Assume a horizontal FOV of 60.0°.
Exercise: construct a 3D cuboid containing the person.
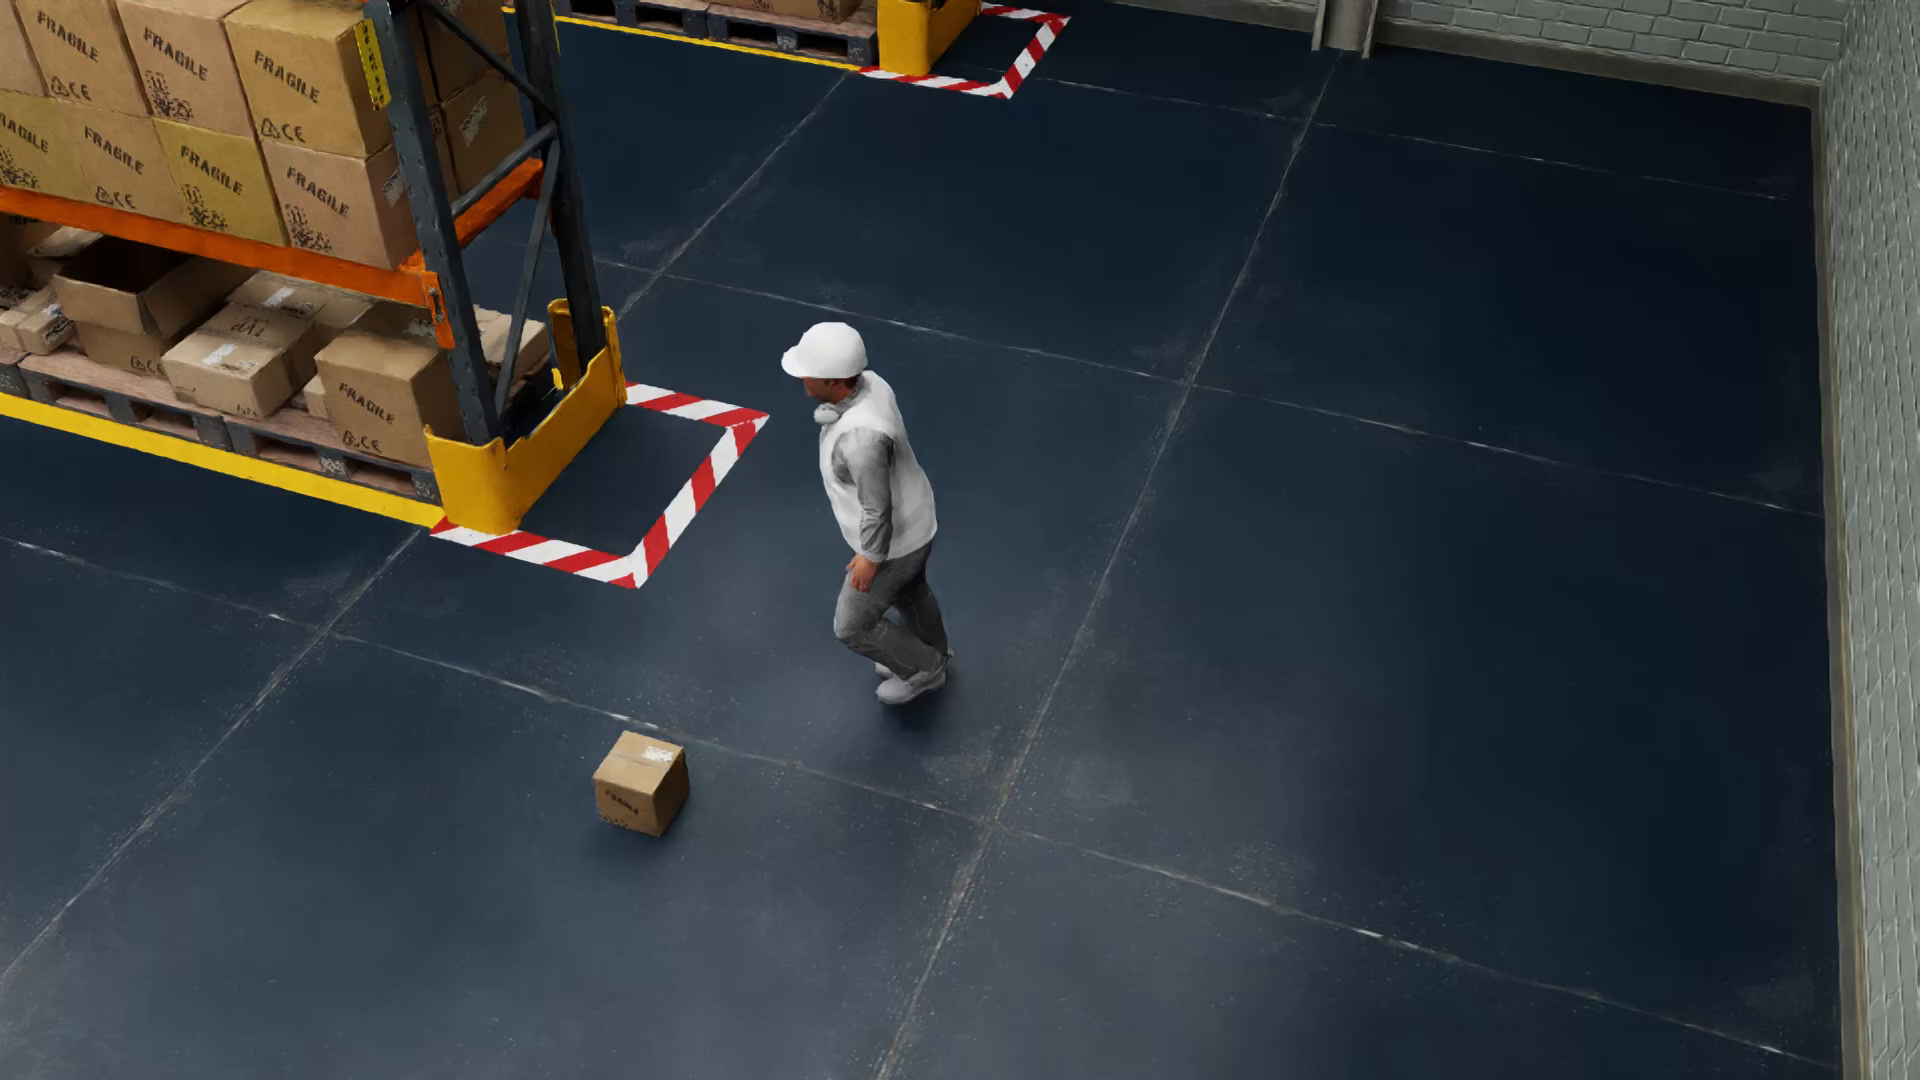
[{"bbox_3d":[-0.316,-0.066,6.207,0.595,1.747,0.562,-2,41,-3],"label":"person"}]
